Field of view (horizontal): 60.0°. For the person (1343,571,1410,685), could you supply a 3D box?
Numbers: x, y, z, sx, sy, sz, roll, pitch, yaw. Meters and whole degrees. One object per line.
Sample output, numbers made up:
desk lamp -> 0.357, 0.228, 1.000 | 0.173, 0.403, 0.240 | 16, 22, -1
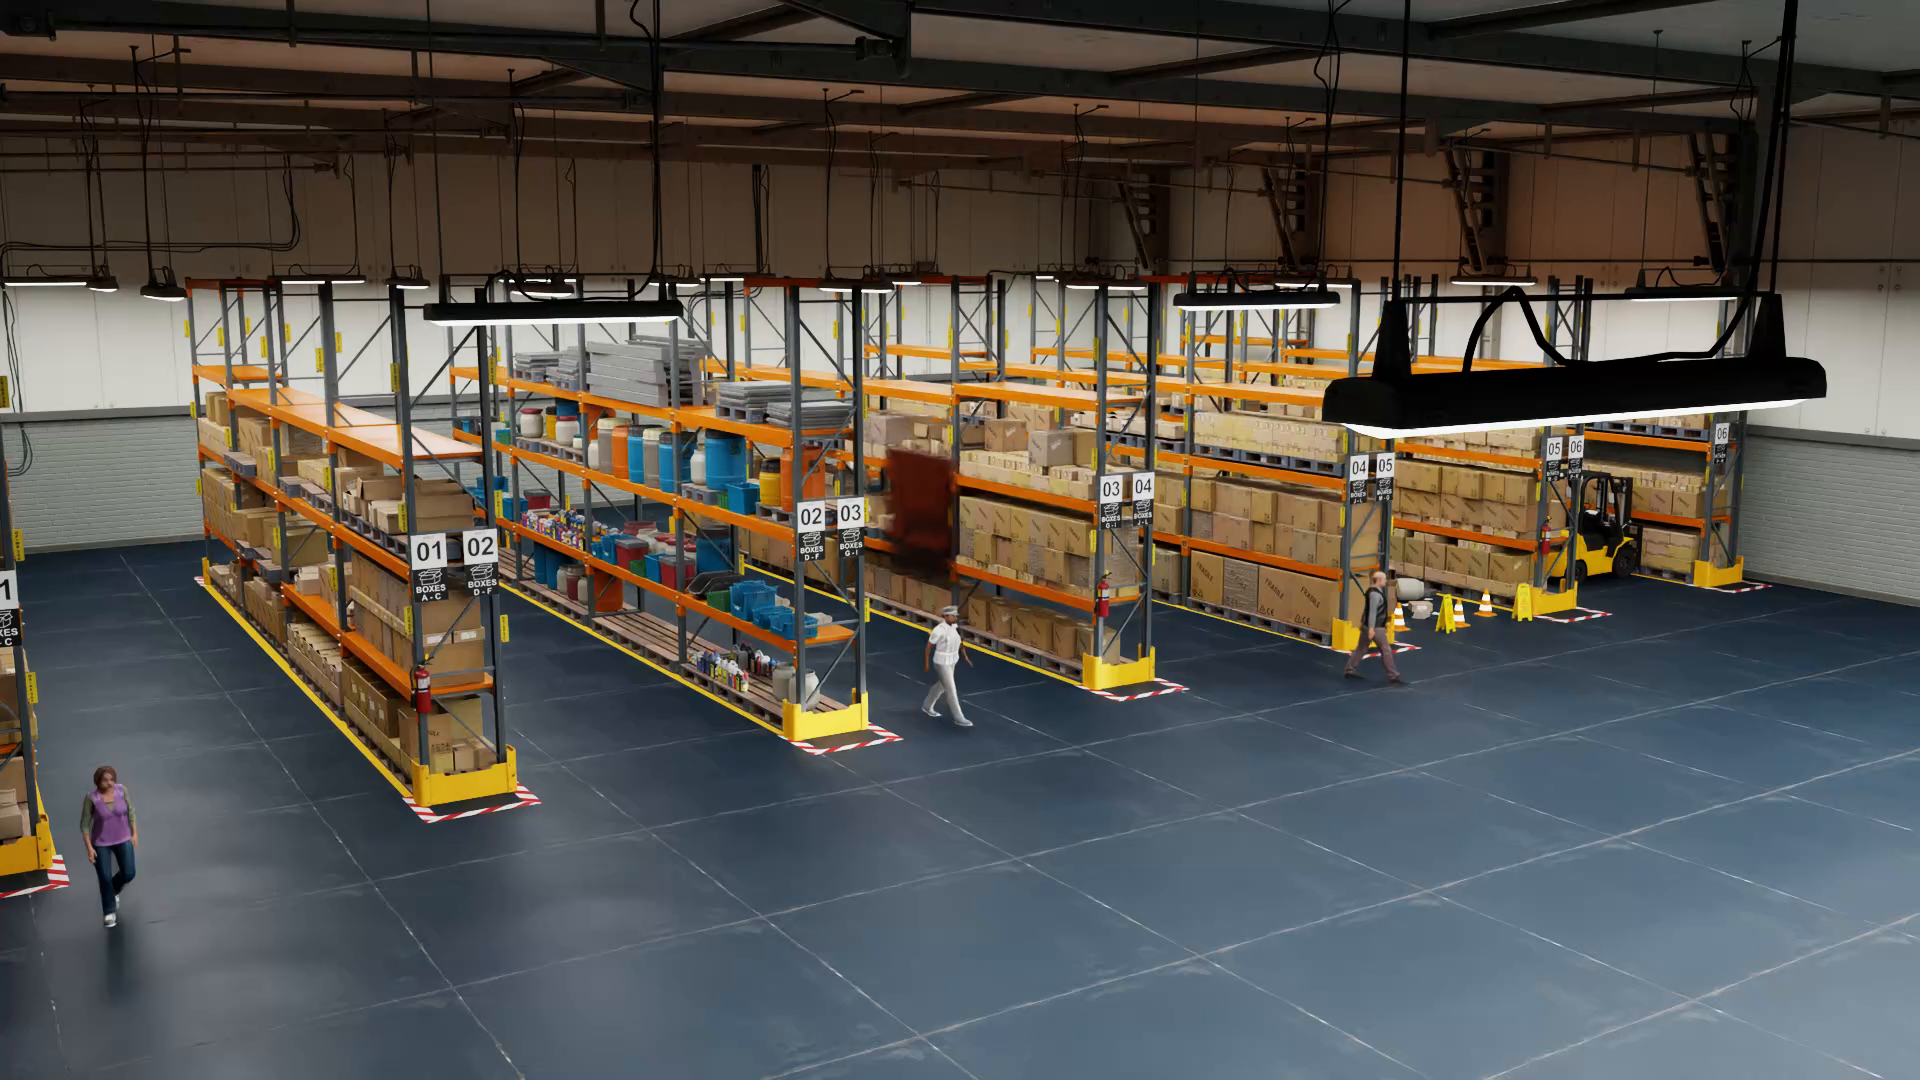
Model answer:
person -> 6.292, 1.301, 25.068 | 0.940, 1.674, 0.566 | 0, 10, 1

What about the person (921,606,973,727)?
person -> -0.166, 1.695, 22.924 | 0.973, 1.635, 0.538 | 6, 11, 30

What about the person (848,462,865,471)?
person -> -2.549, -1.495, 41.658 | 1.010, 1.730, 0.536 | -6, 11, -33

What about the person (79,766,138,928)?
person -> -8.212, 2.913, 16.040 | 0.501, 1.582, 0.475 | -8, 12, -38
